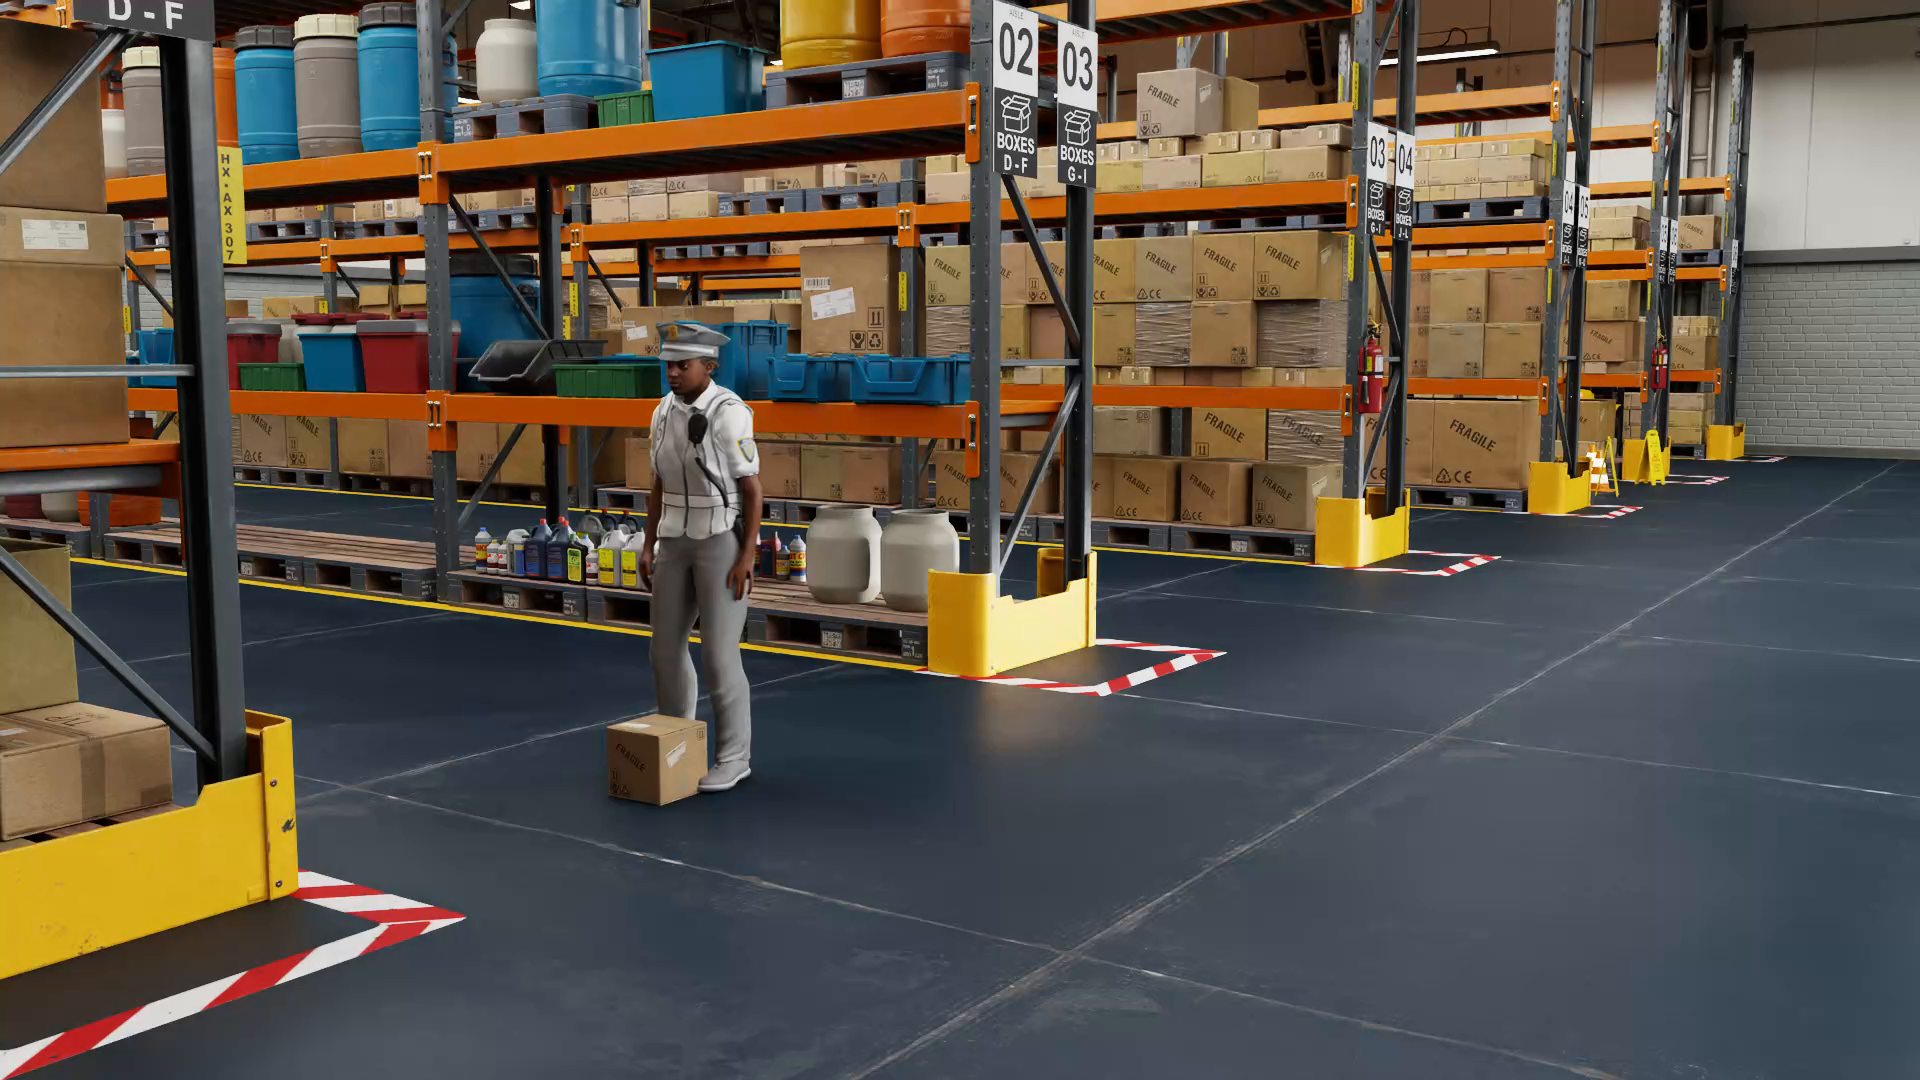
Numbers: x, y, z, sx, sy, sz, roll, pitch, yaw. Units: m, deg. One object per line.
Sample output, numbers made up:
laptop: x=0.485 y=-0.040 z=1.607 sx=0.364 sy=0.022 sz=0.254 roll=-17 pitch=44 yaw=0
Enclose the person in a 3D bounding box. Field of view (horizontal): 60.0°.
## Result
person: x=-0.948 y=0.053 z=6.019 sx=0.531 sy=1.664 sz=0.391 roll=4 pitch=7 yaw=31
